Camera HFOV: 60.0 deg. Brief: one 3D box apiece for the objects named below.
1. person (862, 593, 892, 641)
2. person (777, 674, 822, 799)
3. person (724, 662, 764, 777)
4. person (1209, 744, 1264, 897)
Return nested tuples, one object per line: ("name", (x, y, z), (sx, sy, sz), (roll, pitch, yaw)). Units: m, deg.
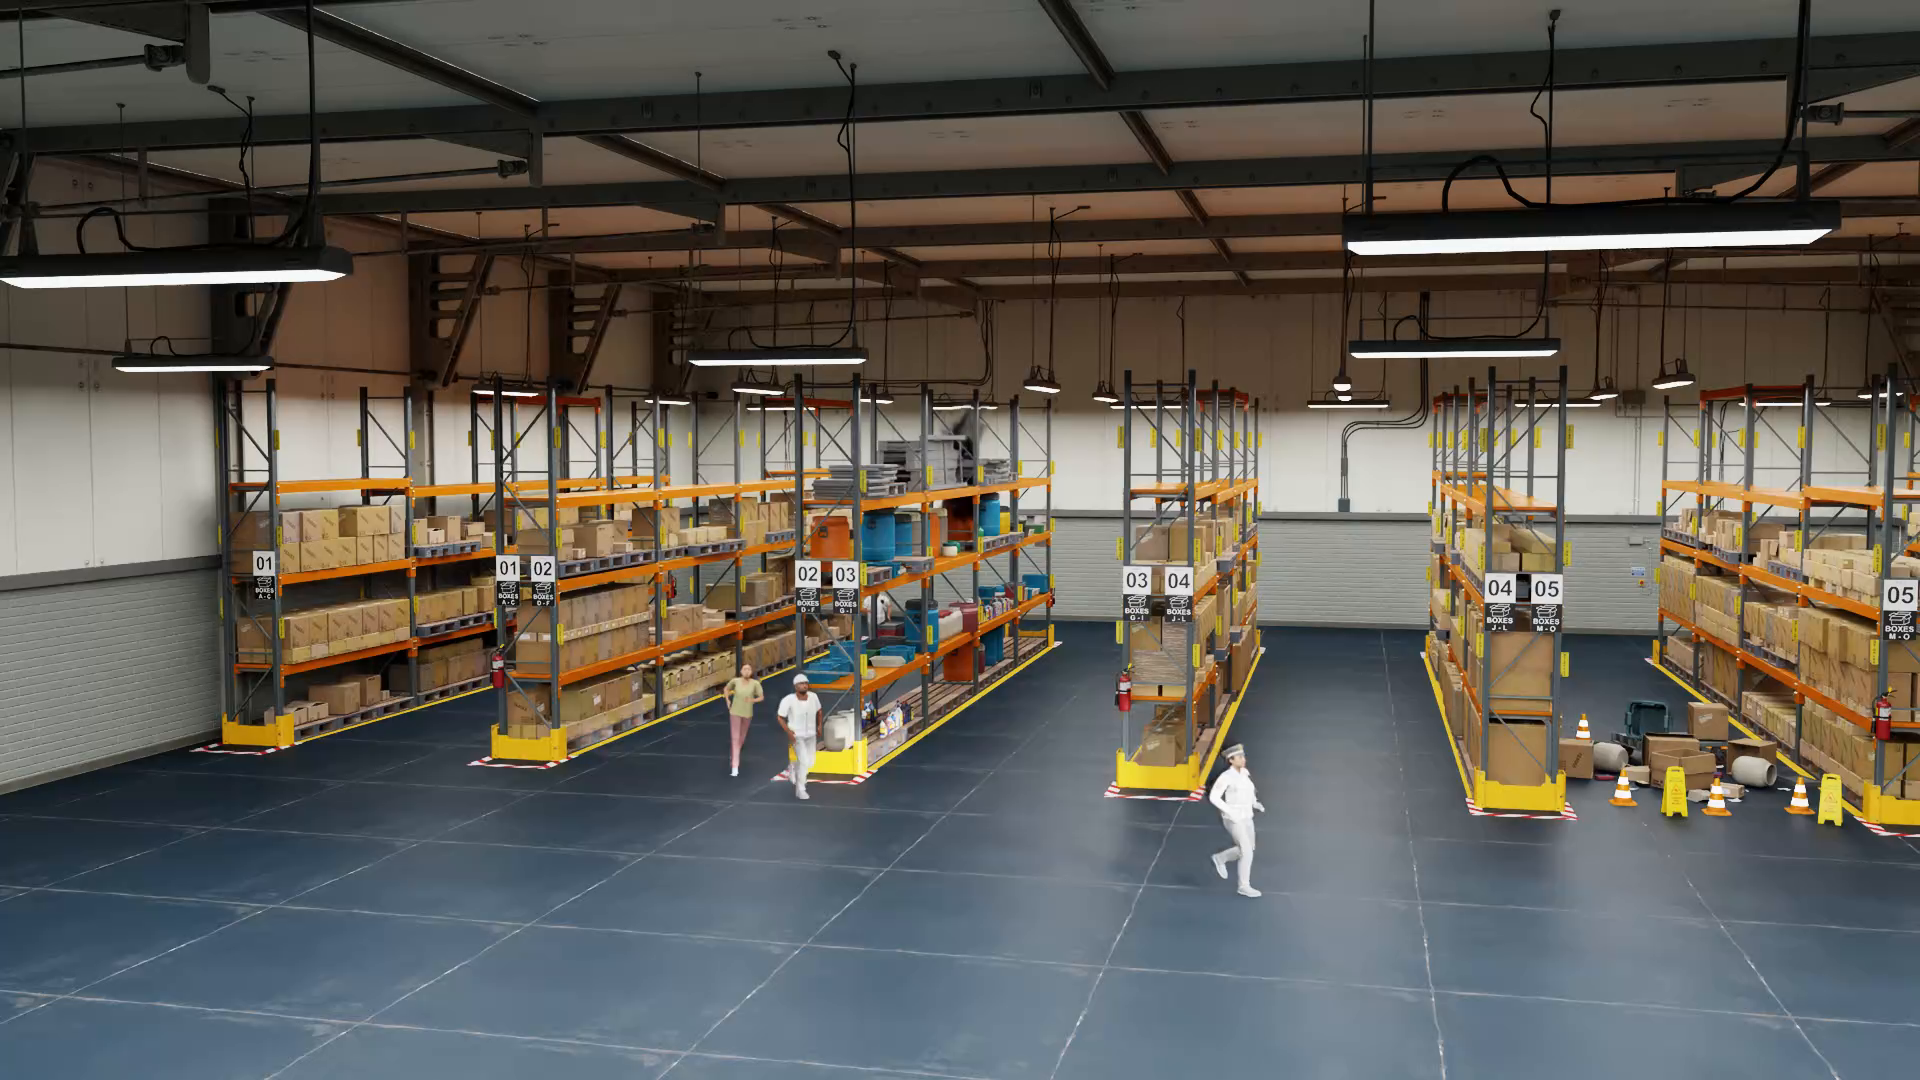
("person", (-1.873, 1.871, 37.221), (0.649, 1.807, 0.914), (0, 3, 4))
("person", (-2.258, 2.735, 23.387), (0.705, 1.735, 0.663), (-2, 4, -33))
("person", (-3.264, 2.680, 25.173), (0.584, 1.701, 0.863), (-1, 4, -14))
("person", (3.028, 3.071, 18.377), (0.602, 1.649, 0.717), (-3, 5, -42))
